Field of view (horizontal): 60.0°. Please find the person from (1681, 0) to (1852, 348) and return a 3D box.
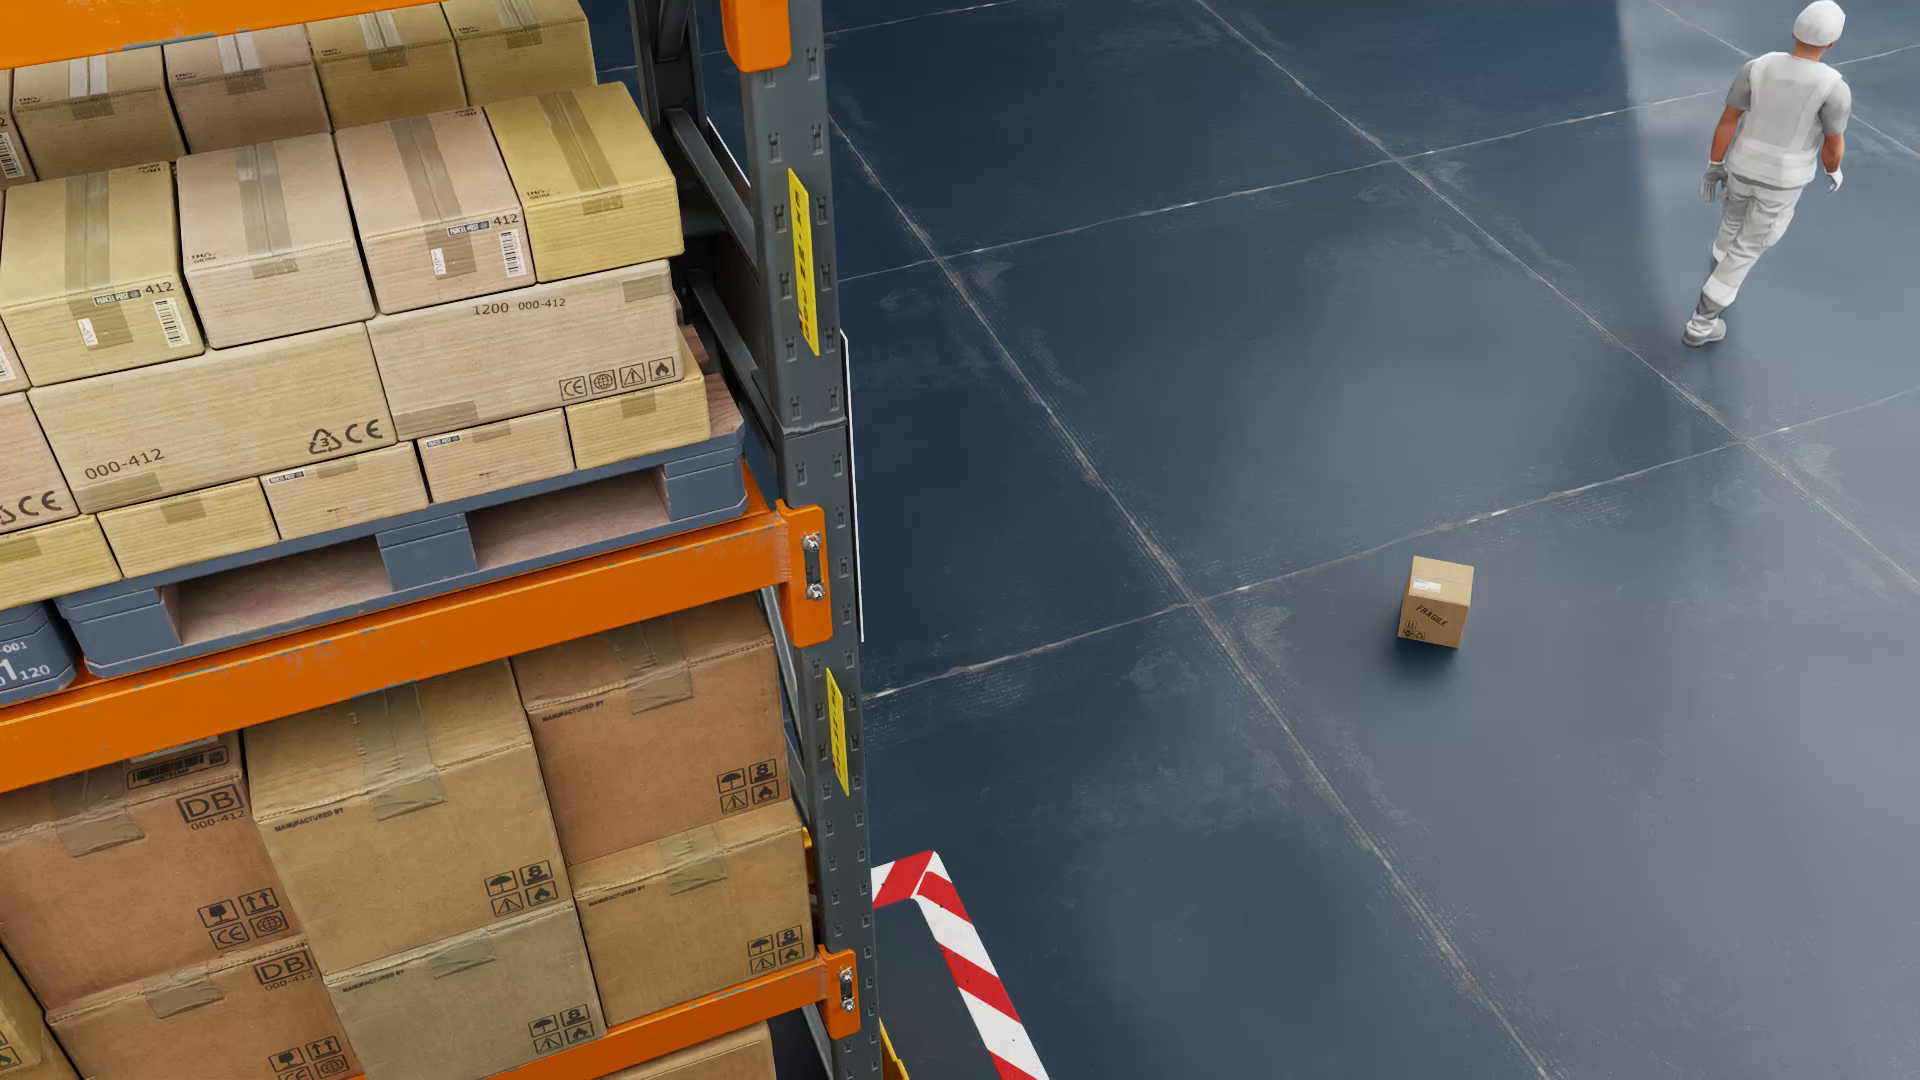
[{"bbox_3d":[4.045,-1.847,8.211,0.902,1.758,0.550,-32,50,-31],"label":"person"}]
